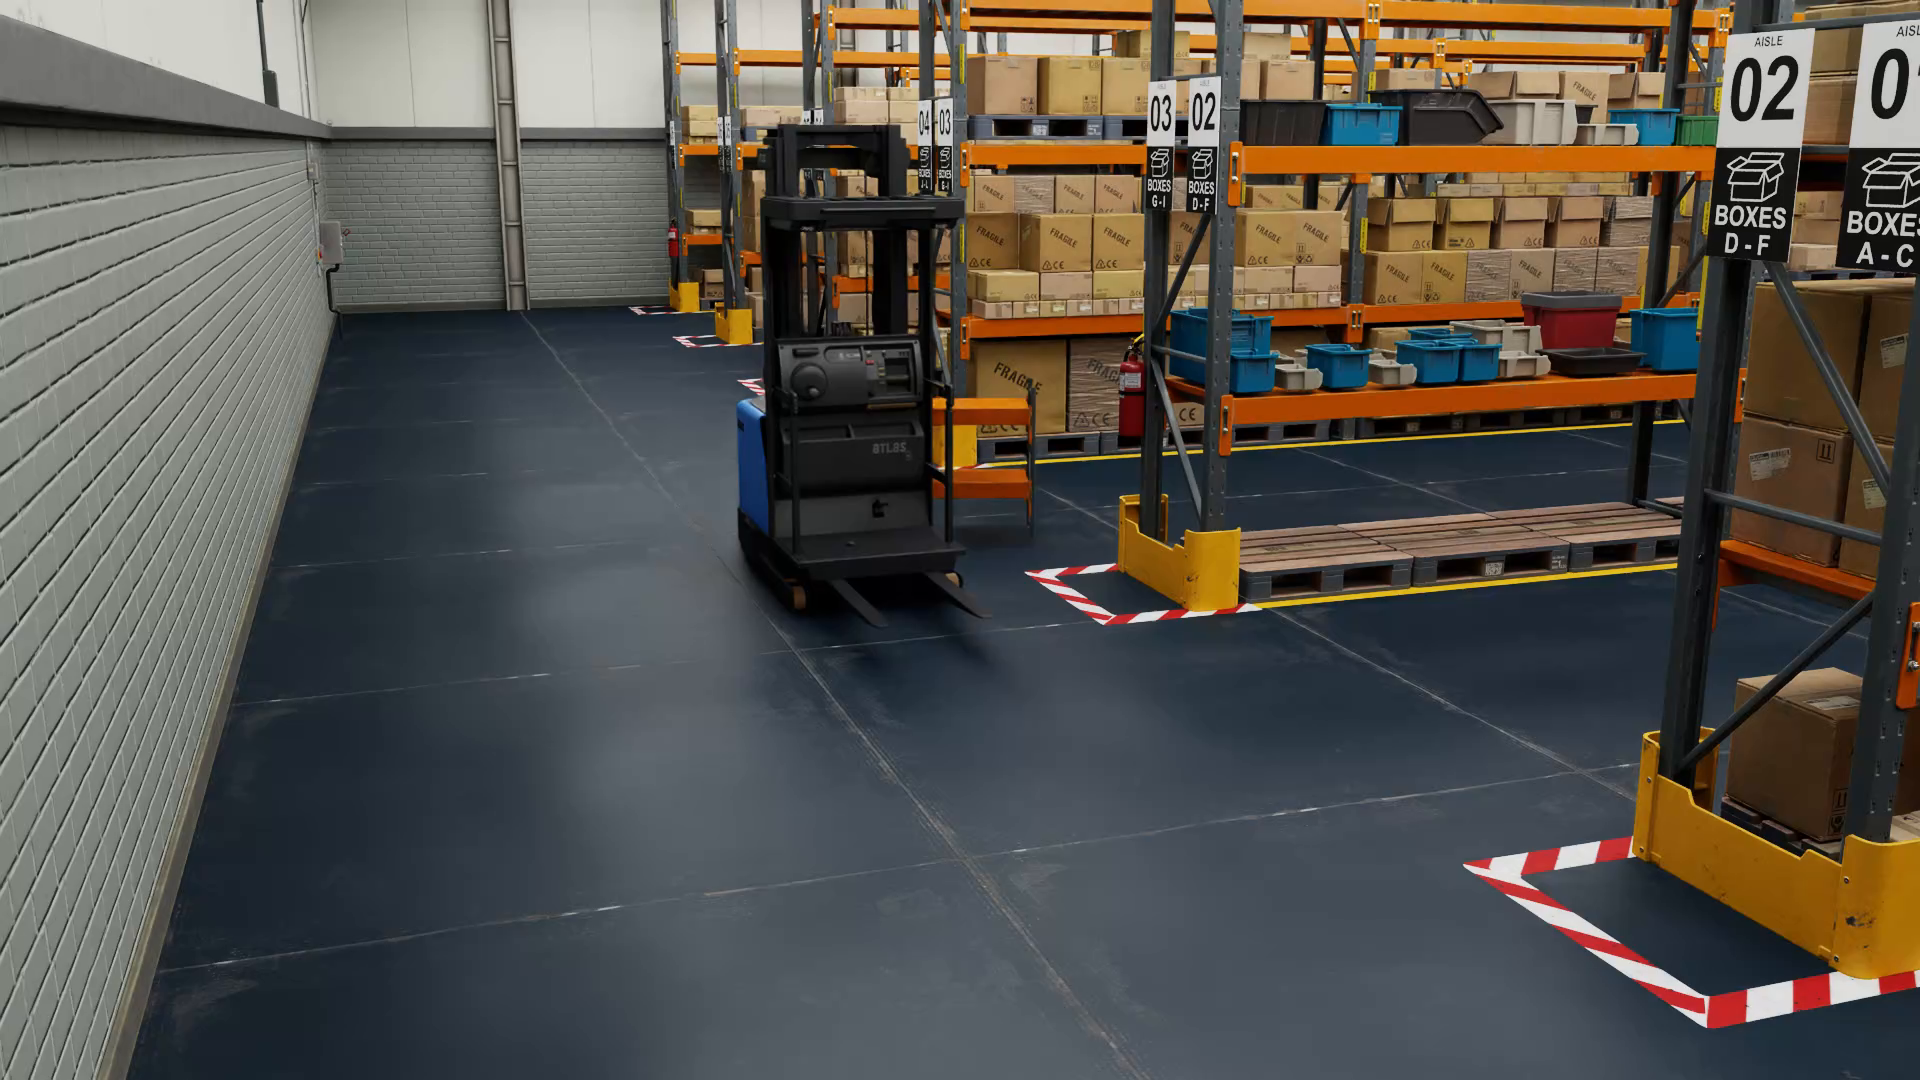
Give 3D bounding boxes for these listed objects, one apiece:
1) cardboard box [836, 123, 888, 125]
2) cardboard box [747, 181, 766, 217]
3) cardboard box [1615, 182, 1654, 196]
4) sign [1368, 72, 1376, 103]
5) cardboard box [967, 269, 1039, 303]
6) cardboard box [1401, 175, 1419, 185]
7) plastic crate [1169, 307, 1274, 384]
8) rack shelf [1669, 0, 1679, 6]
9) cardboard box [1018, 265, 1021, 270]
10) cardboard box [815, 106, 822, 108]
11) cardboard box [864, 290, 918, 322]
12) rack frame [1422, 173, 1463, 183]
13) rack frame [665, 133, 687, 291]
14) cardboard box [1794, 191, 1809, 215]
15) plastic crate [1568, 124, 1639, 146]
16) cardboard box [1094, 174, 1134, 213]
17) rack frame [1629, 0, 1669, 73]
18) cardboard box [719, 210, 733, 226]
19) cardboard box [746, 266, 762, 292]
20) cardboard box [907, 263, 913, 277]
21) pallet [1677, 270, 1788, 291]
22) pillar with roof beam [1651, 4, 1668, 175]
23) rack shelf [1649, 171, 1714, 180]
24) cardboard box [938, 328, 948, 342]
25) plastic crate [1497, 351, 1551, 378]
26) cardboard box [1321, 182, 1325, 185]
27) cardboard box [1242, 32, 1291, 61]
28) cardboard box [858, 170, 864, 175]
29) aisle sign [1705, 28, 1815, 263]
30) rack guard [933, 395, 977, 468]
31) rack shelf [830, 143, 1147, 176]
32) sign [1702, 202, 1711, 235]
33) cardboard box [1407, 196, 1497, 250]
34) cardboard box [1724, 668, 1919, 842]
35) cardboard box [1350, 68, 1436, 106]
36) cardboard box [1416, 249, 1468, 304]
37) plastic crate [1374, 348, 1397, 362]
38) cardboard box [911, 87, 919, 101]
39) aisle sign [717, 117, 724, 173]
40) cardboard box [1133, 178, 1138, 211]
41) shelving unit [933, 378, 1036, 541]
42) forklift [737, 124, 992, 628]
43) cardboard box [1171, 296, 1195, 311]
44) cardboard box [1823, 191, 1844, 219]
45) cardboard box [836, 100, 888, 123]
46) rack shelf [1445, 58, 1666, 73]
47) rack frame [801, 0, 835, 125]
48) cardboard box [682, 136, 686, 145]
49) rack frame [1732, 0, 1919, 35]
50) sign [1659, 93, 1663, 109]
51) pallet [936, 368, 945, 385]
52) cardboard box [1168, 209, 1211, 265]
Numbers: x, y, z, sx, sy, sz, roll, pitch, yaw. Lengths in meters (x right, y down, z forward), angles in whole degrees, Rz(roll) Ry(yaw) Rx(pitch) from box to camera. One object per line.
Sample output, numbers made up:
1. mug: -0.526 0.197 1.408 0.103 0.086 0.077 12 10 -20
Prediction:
1. cardboard box: -1.135 -4.701 19.268 0.500 0.250 0.500 -4 14 -16
2. cardboard box: -2.771 -4.924 23.986 0.500 0.500 0.500 -5 14 -19
3. cardboard box: 9.262 -4.721 23.131 0.500 0.500 0.700 -5 14 -19
4. sign: 3.813 -4.166 15.403 0.005 0.325 0.100 -4 14 -18
5. cardboard box: 0.385 -2.291 14.973 0.500 0.250 0.500 -5 14 -20
6. cardboard box: 7.498 -6.058 27.961 0.250 0.149 0.380 -5 14 -18
7. plastic crate: 1.681 -1.269 10.788 0.499 0.435 0.616 -4 14 -18
8. rack shelf: 3.319 -3.678 10.579 4.000 0.370 1.077 -4 14 -18
9. cardboard box: 0.700 -2.446 15.624 0.500 0.250 0.500 -5 14 -19
10. cardboard box: -2.475 -7.409 28.928 0.500 0.250 0.500 -4 14 -17
11. cardboard box: -1.003 -3.580 25.342 0.875 0.438 0.875 -5 14 -20
12. rack frame: 8.057 -5.302 27.951 0.127 3.000 1.000 -4 14 -18
13. rack frame: -4.903 -5.505 28.803 0.127 3.000 1.000 -4 14 -18
14. cardboard box: 11.631 -4.958 23.849 0.500 0.550 0.875 -4 14 -18
15. plastic crate: 4.131 -2.605 10.702 0.466 0.136 0.293 -4 14 -18
16. cardboard box: 1.790 -4.219 20.379 0.500 0.500 0.500 -5 14 -20
17. rack frame: 11.848 -8.516 28.497 0.127 3.000 1.000 -4 14 -18
18. cardboard box: -3.910 -5.588 28.835 0.500 0.250 0.500 -4 14 -17
19. cardboard box: -3.471 -4.572 29.375 0.500 0.500 0.700 -4 14 -16
20. cardboard box: -0.731 -3.204 19.673 0.250 0.149 0.380 -5 14 -20
21. pallet: 8.068 -2.816 17.913 1.003 0.211 1.213 -4 14 -18
22. pillar with roof beam: 16.373 -9.249 31.580 0.400 9.000 9.100 -4 14 -18
23. rack shelf: 9.322 -4.090 17.929 4.000 0.370 1.077 -4 14 -18
24. cardboard box: -0.326 -2.483 20.066 0.250 0.149 0.380 -5 14 -21
25. plastic crate: 3.660 -1.158 10.970 0.466 0.136 0.293 -4 14 -18
26. cardboard box: 6.867 -6.858 32.230 0.250 0.149 0.380 -4 14 -17
27. cardboard box: 2.742 -4.596 15.539 0.500 0.250 0.500 -5 14 -22
28. cardboard box: -1.409 -5.338 24.322 0.250 0.149 0.380 -5 14 -19
29. aisle sign: 2.837 -1.397 5.915 0.004 0.787 0.394 -4 14 -18
30. rack guard: -0.179 -1.025 15.371 0.348 0.500 1.175 -4 14 -18
31. rack shelf: 0.253 -4.595 20.051 4.000 0.370 1.077 -4 14 -18
32. sign: 7.606 -3.275 16.927 0.005 0.325 0.100 -4 14 -18
33. cardboard box: 4.892 -3.172 16.611 0.637 0.503 0.797 -4 14 -17
34. cardboard box: 3.437 0.838 6.589 0.500 0.500 0.500 -4 14 -18
35. cardboard box: 4.181 -4.295 16.113 0.500 0.500 0.700 -4 14 -17
36. cardboard box: 4.627 -2.603 16.388 0.500 0.500 0.500 -4 14 -18
37. plastic crate: 2.949 -1.227 11.261 0.250 0.136 0.298 -4 14 -18
38. cardboard box: -0.504 -5.172 19.305 0.250 0.149 0.380 -4 14 -17
39. aisle sign: -3.484 -5.744 24.190 0.004 0.787 0.394 -4 14 -18
40. cardboard box: 2.420 -5.336 25.715 0.500 0.500 0.500 -5 14 -19
41. shelving unit: 0.014 -0.595 12.215 1.048 1.125 0.538 0 13 -1
42. forklift: -0.623 -1.085 10.370 1.130 2.935 3.031 -4 14 -18
43. cardboard box: 1.991 -2.208 15.486 0.250 0.149 0.380 -4 14 -17
44. cardboard box: 10.420 -3.597 18.578 1.000 1.000 1.000 -4 14 -18
45. cardboard box: -1.134 -4.944 19.206 0.500 0.250 0.500 -4 14 -17
46. rack shelf: 9.952 -8.017 27.961 4.000 0.370 1.077 -4 14 -18
47. rack frame: -1.642 -6.257 19.000 0.127 3.000 1.000 -4 14 -18
48. cardboard box: -4.674 -6.916 28.797 0.250 0.149 0.380 -4 14 -17
49. rack frame: 3.000 -2.988 5.260 0.127 3.000 1.000 -4 14 -18
50. sign: 5.041 -3.036 11.924 0.005 0.325 0.100 -4 14 -18
51. pallet: -0.789 -2.039 20.260 1.213 0.211 1.003 -4 14 -18
52. cardboard box: 2.139 -2.921 16.003 0.500 0.500 0.500 -5 14 -20
